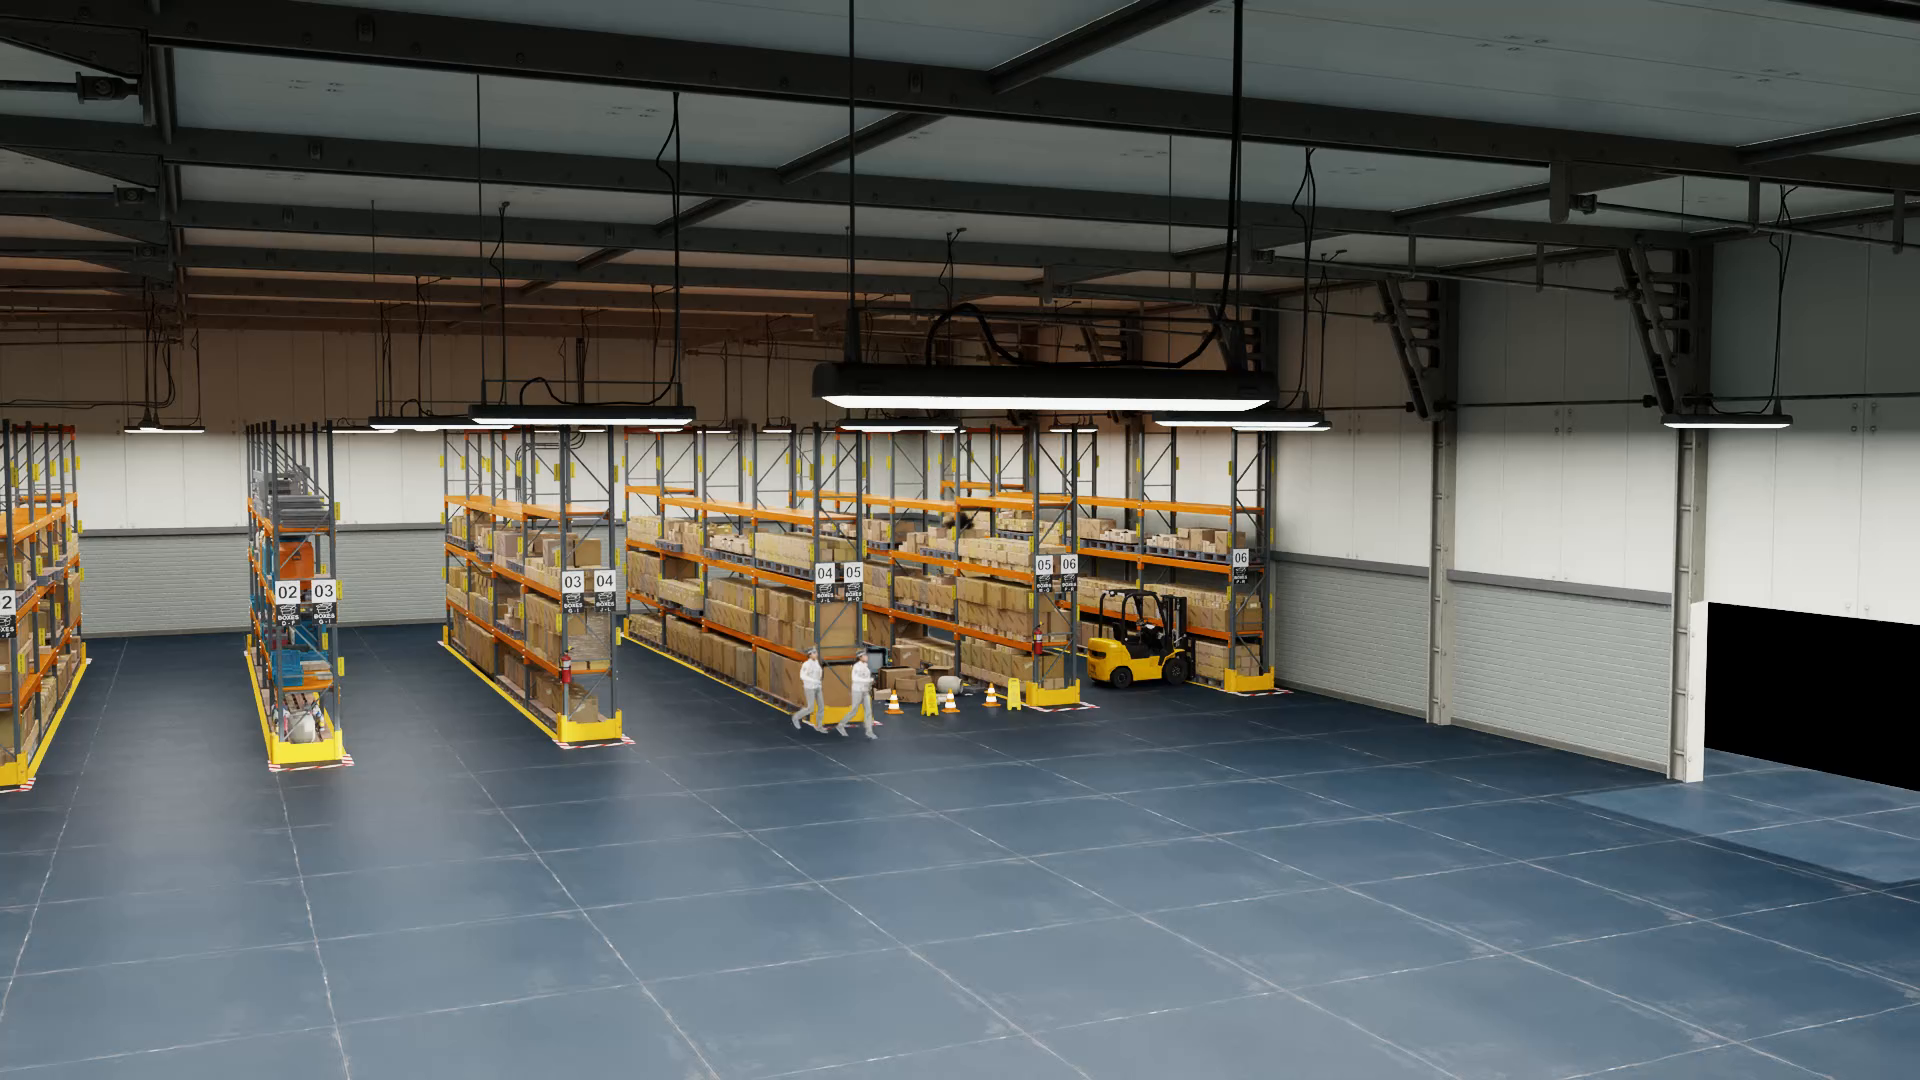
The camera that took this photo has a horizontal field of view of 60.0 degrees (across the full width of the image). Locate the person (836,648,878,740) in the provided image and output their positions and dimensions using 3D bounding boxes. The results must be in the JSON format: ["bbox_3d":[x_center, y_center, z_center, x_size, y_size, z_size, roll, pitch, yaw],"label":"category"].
[{"bbox_3d":[-1.904,2.903,31.511,0.854,1.719,0.616,1,4,22],"label":"person"}]

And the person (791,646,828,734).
[{"bbox_3d":[-2.889,2.880,32.077,0.777,1.710,0.636,2,4,26],"label":"person"}]
